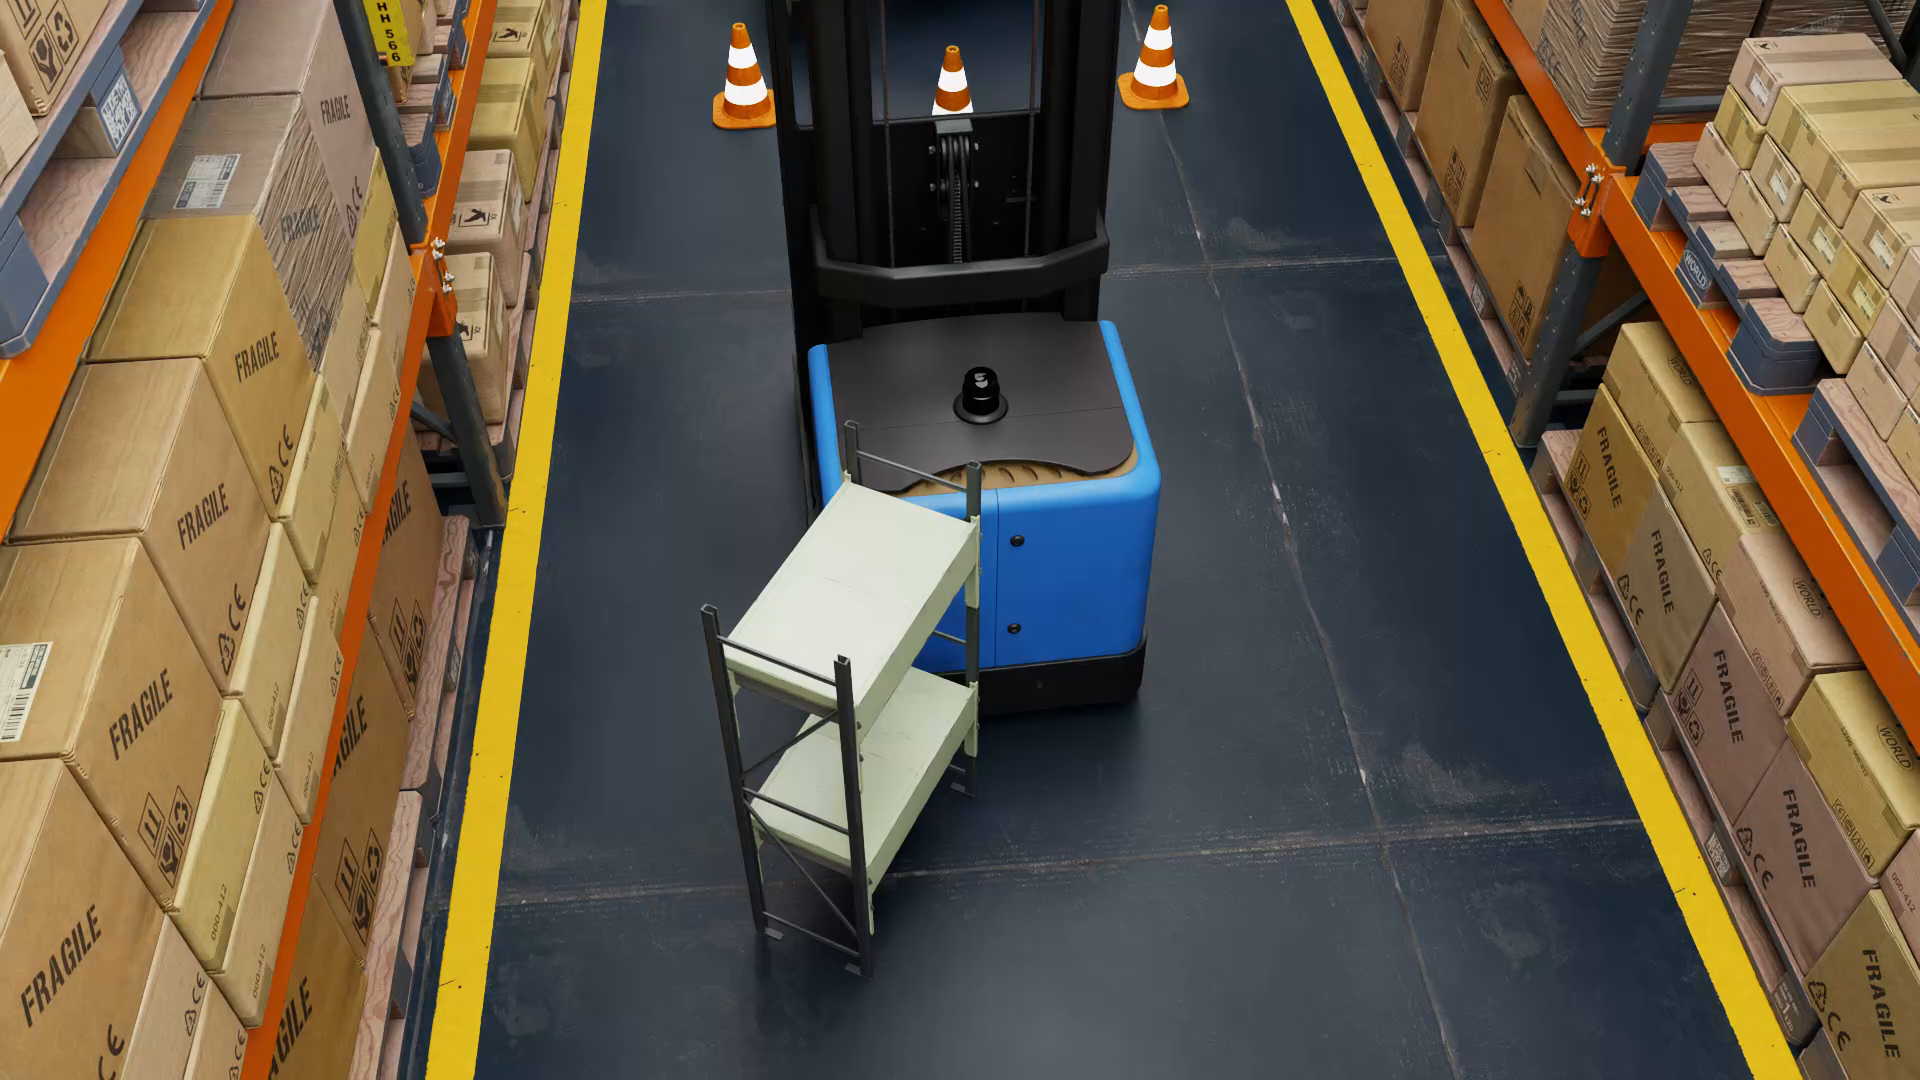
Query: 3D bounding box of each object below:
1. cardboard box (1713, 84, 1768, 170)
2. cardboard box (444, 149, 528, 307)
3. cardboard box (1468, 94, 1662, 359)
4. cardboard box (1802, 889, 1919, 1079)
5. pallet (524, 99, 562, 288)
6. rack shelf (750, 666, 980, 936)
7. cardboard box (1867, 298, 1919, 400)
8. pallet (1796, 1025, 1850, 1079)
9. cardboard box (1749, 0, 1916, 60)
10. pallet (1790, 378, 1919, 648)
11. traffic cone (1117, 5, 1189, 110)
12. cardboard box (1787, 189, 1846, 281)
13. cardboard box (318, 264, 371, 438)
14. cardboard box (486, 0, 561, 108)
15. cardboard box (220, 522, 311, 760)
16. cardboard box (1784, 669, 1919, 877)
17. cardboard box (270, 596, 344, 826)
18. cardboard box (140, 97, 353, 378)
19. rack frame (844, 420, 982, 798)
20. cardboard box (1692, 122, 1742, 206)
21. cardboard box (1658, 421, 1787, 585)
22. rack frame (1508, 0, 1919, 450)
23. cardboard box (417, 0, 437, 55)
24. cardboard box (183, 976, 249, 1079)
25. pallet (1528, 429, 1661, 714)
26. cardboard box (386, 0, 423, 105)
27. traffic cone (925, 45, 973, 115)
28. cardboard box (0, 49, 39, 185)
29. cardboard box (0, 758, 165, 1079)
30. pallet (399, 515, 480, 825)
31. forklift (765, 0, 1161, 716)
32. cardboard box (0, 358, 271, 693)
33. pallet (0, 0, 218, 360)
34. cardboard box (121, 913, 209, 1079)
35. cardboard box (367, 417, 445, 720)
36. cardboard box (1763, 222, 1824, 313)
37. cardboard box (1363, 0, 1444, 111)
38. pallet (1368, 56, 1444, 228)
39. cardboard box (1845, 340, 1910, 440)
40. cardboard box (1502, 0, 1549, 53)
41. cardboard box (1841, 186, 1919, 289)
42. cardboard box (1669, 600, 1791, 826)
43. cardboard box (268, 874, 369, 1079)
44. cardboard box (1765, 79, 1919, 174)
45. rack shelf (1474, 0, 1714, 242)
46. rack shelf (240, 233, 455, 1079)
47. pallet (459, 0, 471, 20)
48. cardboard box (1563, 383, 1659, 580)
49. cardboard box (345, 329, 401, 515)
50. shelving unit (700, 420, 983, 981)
[{"bbox_3d":[2.542,-1.262,5.058,0.380,0.149,0.250,-2,47,-2],"label":"cardboard box"},{"bbox_3d":[-2.330,-1.273,6.910,0.950,0.372,0.625,-4,47,-4],"label":"cardboard box"},{"bbox_3d":[2.740,-1.280,6.656,1.050,0.750,0.750,-4,47,-4],"label":"cardboard box"},{"bbox_3d":[2.680,1.255,4.428,0.500,0.500,0.500,-4,47,-4],"label":"cardboard box"},{"bbox_3d":[-2.386,-1.576,7.597,1.003,0.211,1.213,-3,47,-3],"label":"pallet"},{"bbox_3d":[-0.286,0.724,4.980,0.431,0.370,0.720,19,49,17],"label":"rack shelf"},{"bbox_3d":[2.633,-0.510,4.346,0.380,0.149,0.250,-3,47,-3],"label":"cardboard box"},{"bbox_3d":[2.969,1.827,4.375,1.003,0.211,1.213,-3,47,-3],"label":"pallet"},{"bbox_3d":[2.933,-1.839,5.857,0.500,0.500,0.500,-3,47,-3],"label":"cardboard box"},{"bbox_3d":[2.908,0.033,4.285,1.003,0.211,1.213,-3,47,-3],"label":"pallet"},{"bbox_3d":[0.974,-2.423,8.226,0.336,0.463,0.334,-3,47,-3],"label":"traffic cone"},{"bbox_3d":[2.592,-0.872,4.689,0.380,0.149,0.250,-5,47,-5],"label":"cardboard box"},{"bbox_3d":[-1.883,-0.504,4.420,0.500,0.250,0.500,-5,47,-4],"label":"cardboard box"},{"bbox_3d":[-2.448,-2.325,7.906,0.950,0.372,0.625,-1,47,-1],"label":"cardboard box"},{"bbox_3d":[-1.776,0.241,3.715,0.500,0.250,0.500,-5,47,-4],"label":"cardboard box"},{"bbox_3d":[2.634,0.610,4.522,0.500,0.250,0.500,-5,47,-5],"label":"cardboard box"},{"bbox_3d":[-1.766,0.414,3.895,0.500,0.250,0.500,-4,47,-4],"label":"cardboard box"},{"bbox_3d":[-1.868,-0.738,4.126,0.500,0.500,0.500,-3,47,-3],"label":"cardboard box"},{"bbox_3d":[-0.128,0.260,4.971,0.400,1.500,0.023,19,49,17],"label":"rack frame"},{"bbox_3d":[2.538,-1.185,5.190,0.380,0.149,0.250,-4,47,-4],"label":"cardboard box"},{"bbox_3d":[2.560,-0.125,5.219,0.500,0.250,0.500,-4,47,-4],"label":"cardboard box"},{"bbox_3d":[2.701,-1.463,5.570,1.000,3.000,0.127,-3,47,-3],"label":"rack frame"},{"bbox_3d":[-2.032,-1.801,5.773,0.380,0.149,0.250,-6,47,-6],"label":"cardboard box"},{"bbox_3d":[-1.707,1.148,3.200,0.500,0.250,0.500,-5,47,-4],"label":"cardboard box"},{"bbox_3d":[2.765,0.061,6.047,1.003,0.211,1.213,-3,47,-3],"label":"pallet"},{"bbox_3d":[-2.030,-1.710,5.240,0.500,0.500,0.500,-5,47,-4],"label":"cardboard box"},{"bbox_3d":[-0.038,-2.150,7.967,0.336,0.463,0.334,-3,47,-3],"label":"traffic cone"},{"bbox_3d":[-1.692,-0.668,2.554,0.396,0.266,0.258,0,47,0],"label":"cardboard box"},{"bbox_3d":[-1.709,0.725,2.740,0.500,0.500,0.500,-4,47,-4],"label":"cardboard box"},{"bbox_3d":[-2.232,0.445,5.683,1.003,0.211,1.213,-3,47,-3],"label":"pallet"},{"bbox_3d":[-0.082,-1.461,5.615,1.130,2.935,3.031,-5,47,-5],"label":"forklift"},{"bbox_3d":[-1.798,-0.012,3.438,0.500,0.500,0.500,-4,47,-4],"label":"cardboard box"},{"bbox_3d":[-2.020,-0.784,2.991,1.003,0.211,1.213,-2,47,-1],"label":"pallet"},{"bbox_3d":[-1.716,0.974,3.021,0.500,0.250,0.500,-3,47,-3],"label":"cardboard box"},{"bbox_3d":[-2.248,0.002,5.356,0.875,0.875,0.875,-4,47,-4],"label":"cardboard box"},{"bbox_3d":[2.583,-0.796,4.821,0.380,0.149,0.250,-1,47,-1],"label":"cardboard box"},{"bbox_3d":[2.585,-2.586,7.893,1.050,0.750,0.750,-3,47,-3],"label":"cardboard box"},{"bbox_3d":[2.611,-1.960,7.961,1.003,0.211,1.213,-3,47,-3],"label":"pallet"},{"bbox_3d":[2.632,-0.408,4.454,0.380,0.149,0.250,-2,47,-2],"label":"cardboard box"},{"bbox_3d":[2.356,-2.168,6.168,0.500,0.500,0.500,-3,47,-3],"label":"cardboard box"},{"bbox_3d":[2.610,-0.816,4.431,0.380,0.149,0.250,-5,47,-5],"label":"cardboard box"},{"bbox_3d":[2.599,0.514,5.130,0.500,0.500,0.500,-5,47,-4],"label":"cardboard box"},{"bbox_3d":[-2.103,1.294,4.132,0.875,0.875,0.875,-2,47,-2],"label":"cardboard box"},{"bbox_3d":[2.572,-1.185,4.781,0.380,0.149,0.250,-5,47,-4],"label":"cardboard box"},{"bbox_3d":[2.534,-2.663,7.201,1.077,0.370,4.000,-3,47,-3],"label":"rack shelf"},{"bbox_3d":[-2.056,0.605,4.106,1.077,0.370,4.000,-3,47,-3],"label":"rack shelf"},{"bbox_3d":[-2.430,-2.453,6.639,1.003,0.211,1.213,-3,47,-3],"label":"pallet"},{"bbox_3d":[2.506,-0.221,5.825,0.500,0.500,0.500,-5,47,-5],"label":"cardboard box"},{"bbox_3d":[-1.863,-0.319,4.589,0.500,0.250,0.500,-3,47,-3],"label":"cardboard box"},{"bbox_3d":[-0.286,0.500,4.744,0.431,1.500,0.755,19,49,17],"label":"shelving unit"}]
